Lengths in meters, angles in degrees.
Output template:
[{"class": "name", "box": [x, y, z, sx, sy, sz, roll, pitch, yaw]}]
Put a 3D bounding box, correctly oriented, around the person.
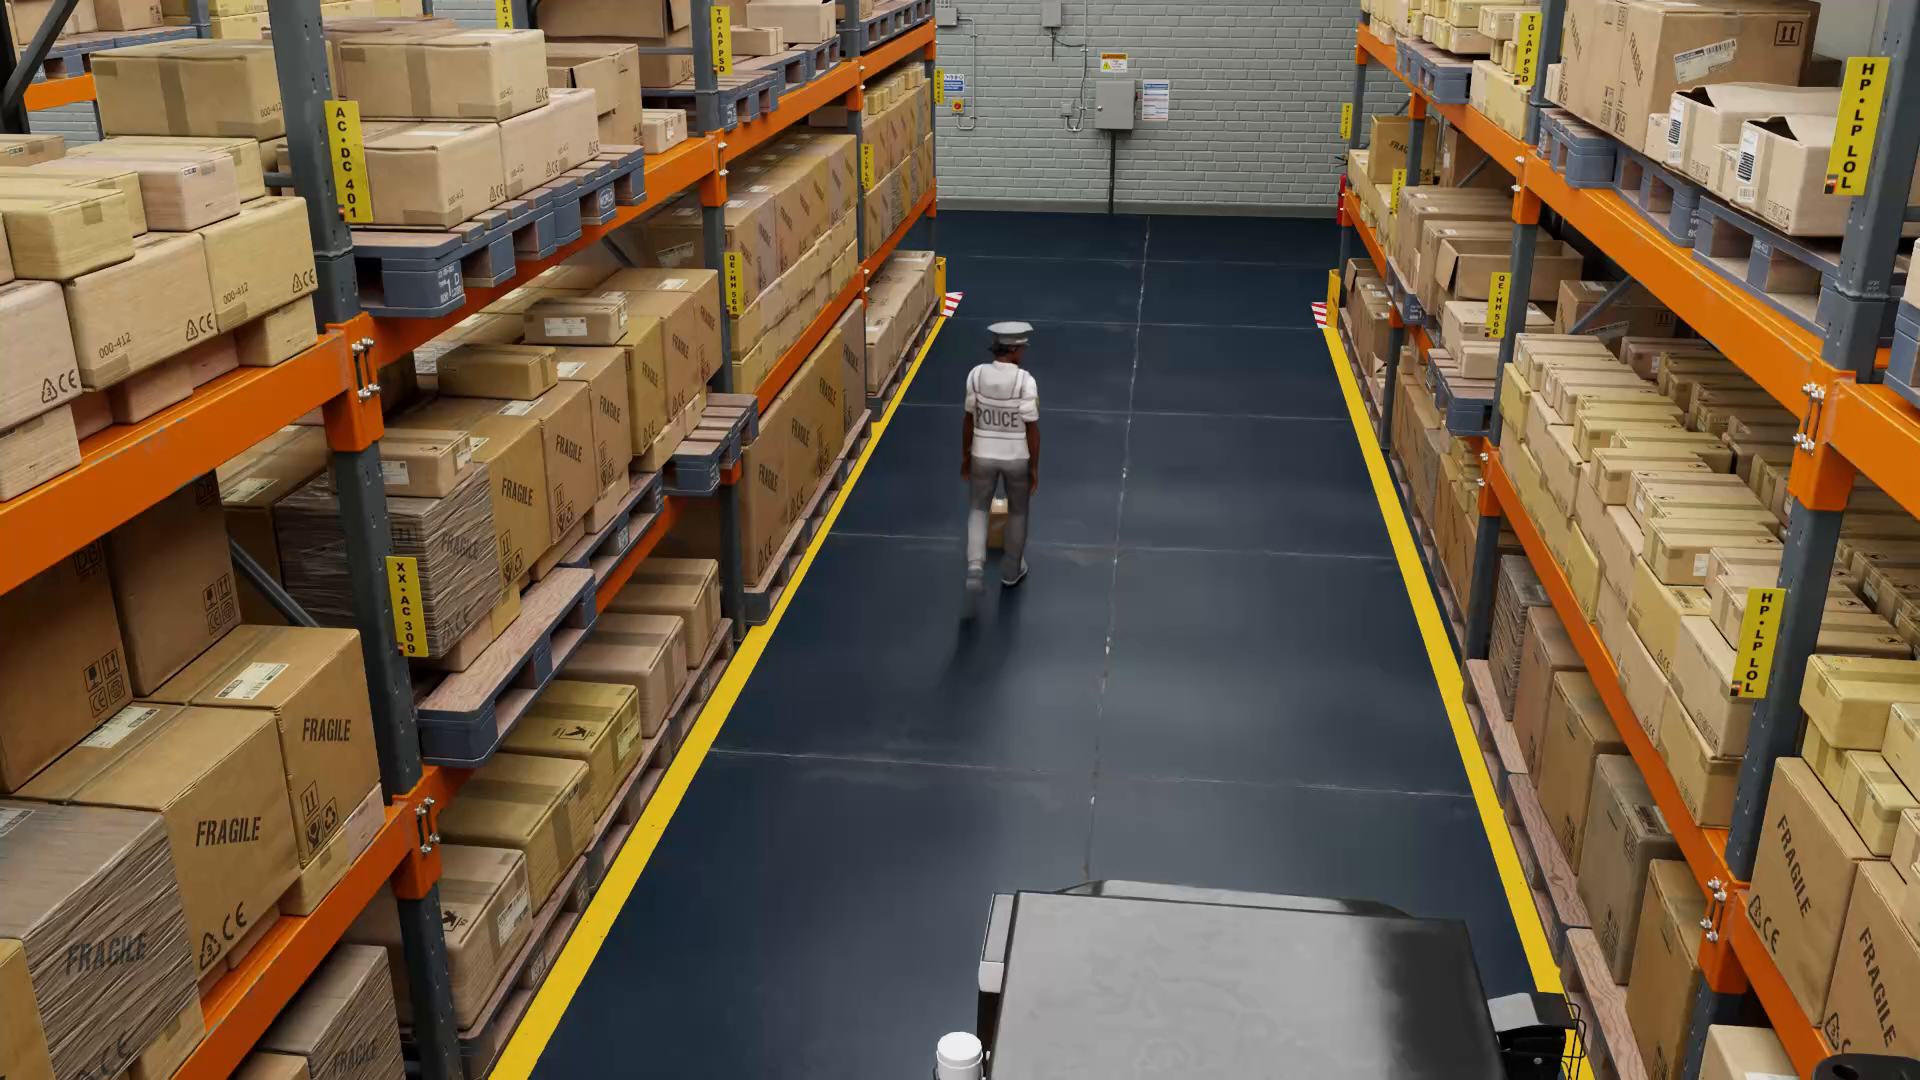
[{"class": "person", "box": [0.234, -0.462, 9.741, 0.486, 1.640, 0.734, 5, 22, 13]}]
